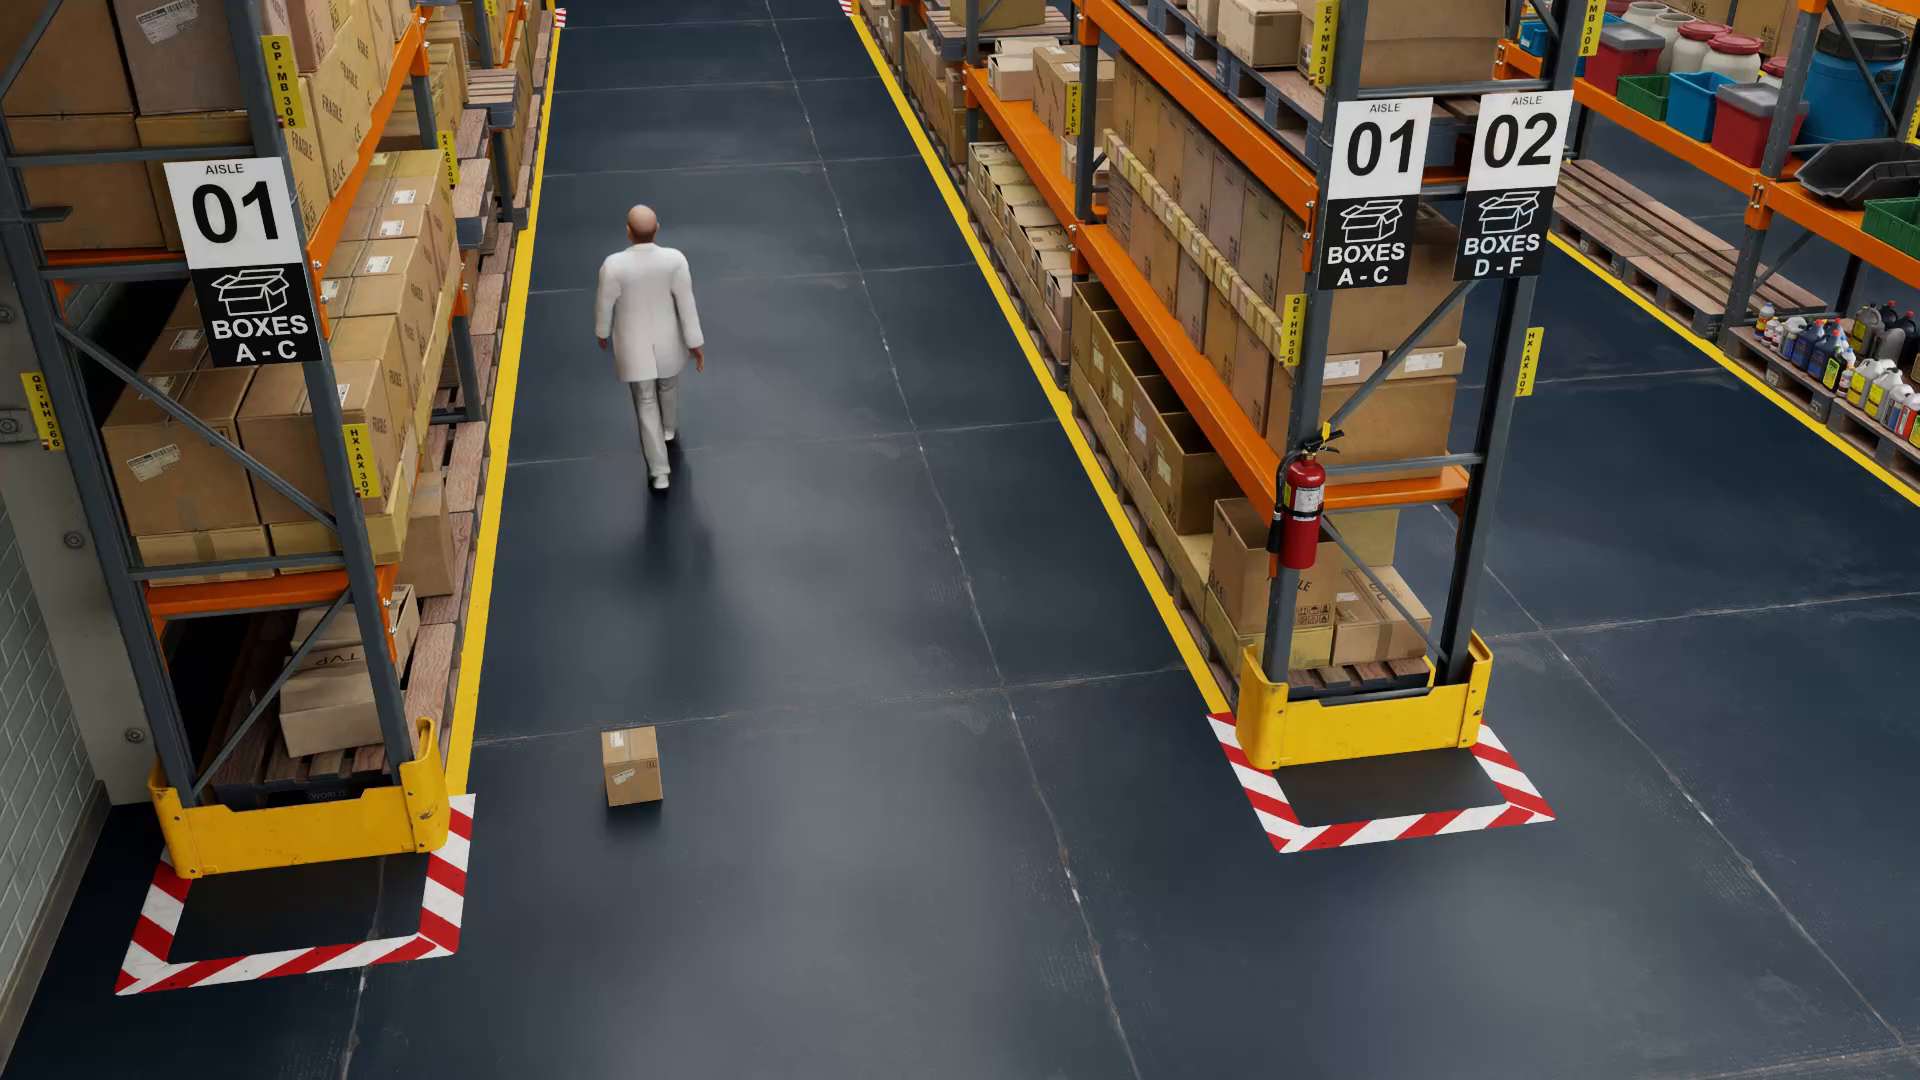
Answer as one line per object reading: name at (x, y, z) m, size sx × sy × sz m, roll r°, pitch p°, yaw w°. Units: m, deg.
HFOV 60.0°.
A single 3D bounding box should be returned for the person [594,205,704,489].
person at (-1.954, -1.285, 10.350) m, size 0.621 × 1.710 × 1.058 m, roll -11°, pitch 32°, yaw -18°
